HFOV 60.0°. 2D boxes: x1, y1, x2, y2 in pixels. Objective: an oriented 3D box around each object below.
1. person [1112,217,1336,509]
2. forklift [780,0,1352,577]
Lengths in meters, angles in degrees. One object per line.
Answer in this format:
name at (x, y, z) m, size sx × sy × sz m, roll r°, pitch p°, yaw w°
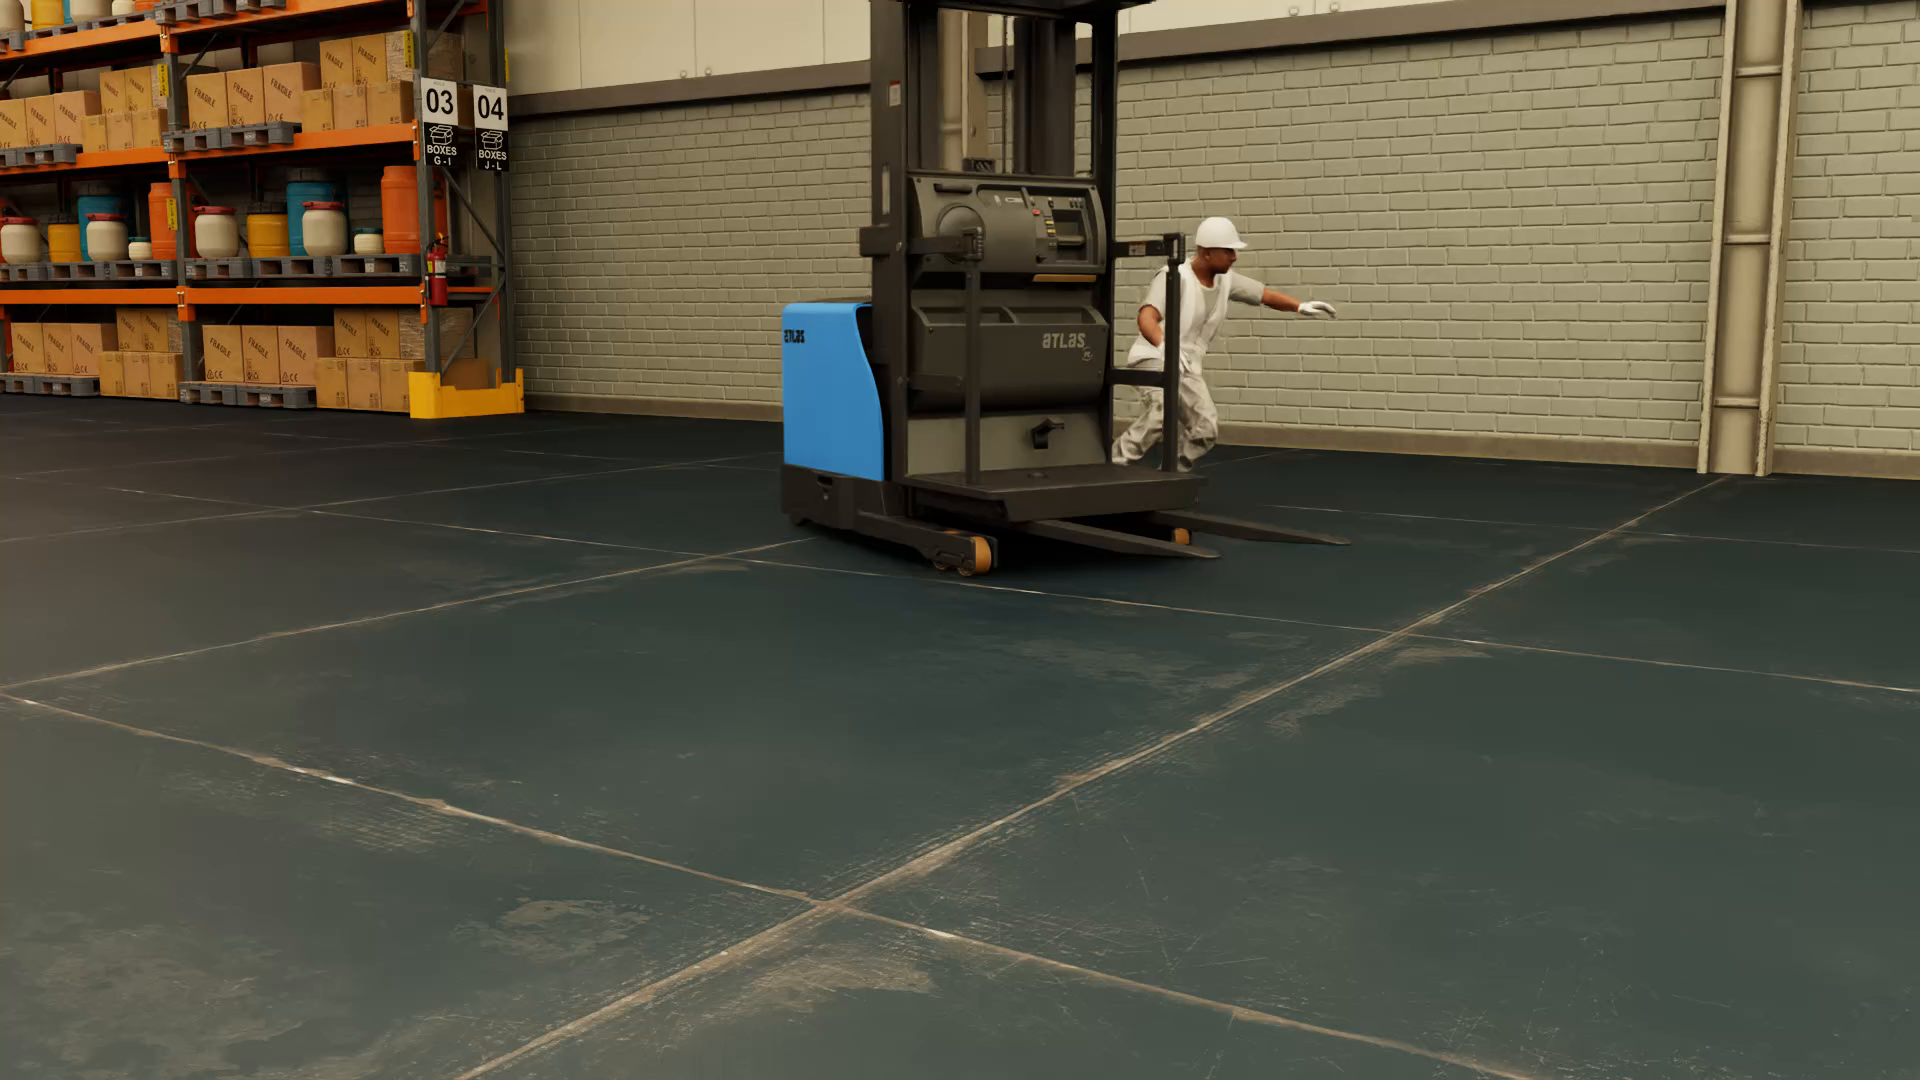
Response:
person at (1.214, -0.898, 8.592) m, size 1.259 × 1.526 × 0.920 m, roll -7°, pitch 11°, yaw -41°
forklift at (0.331, -1.378, 6.885) m, size 1.130 × 2.935 × 3.031 m, roll -5°, pitch 9°, yaw -31°
